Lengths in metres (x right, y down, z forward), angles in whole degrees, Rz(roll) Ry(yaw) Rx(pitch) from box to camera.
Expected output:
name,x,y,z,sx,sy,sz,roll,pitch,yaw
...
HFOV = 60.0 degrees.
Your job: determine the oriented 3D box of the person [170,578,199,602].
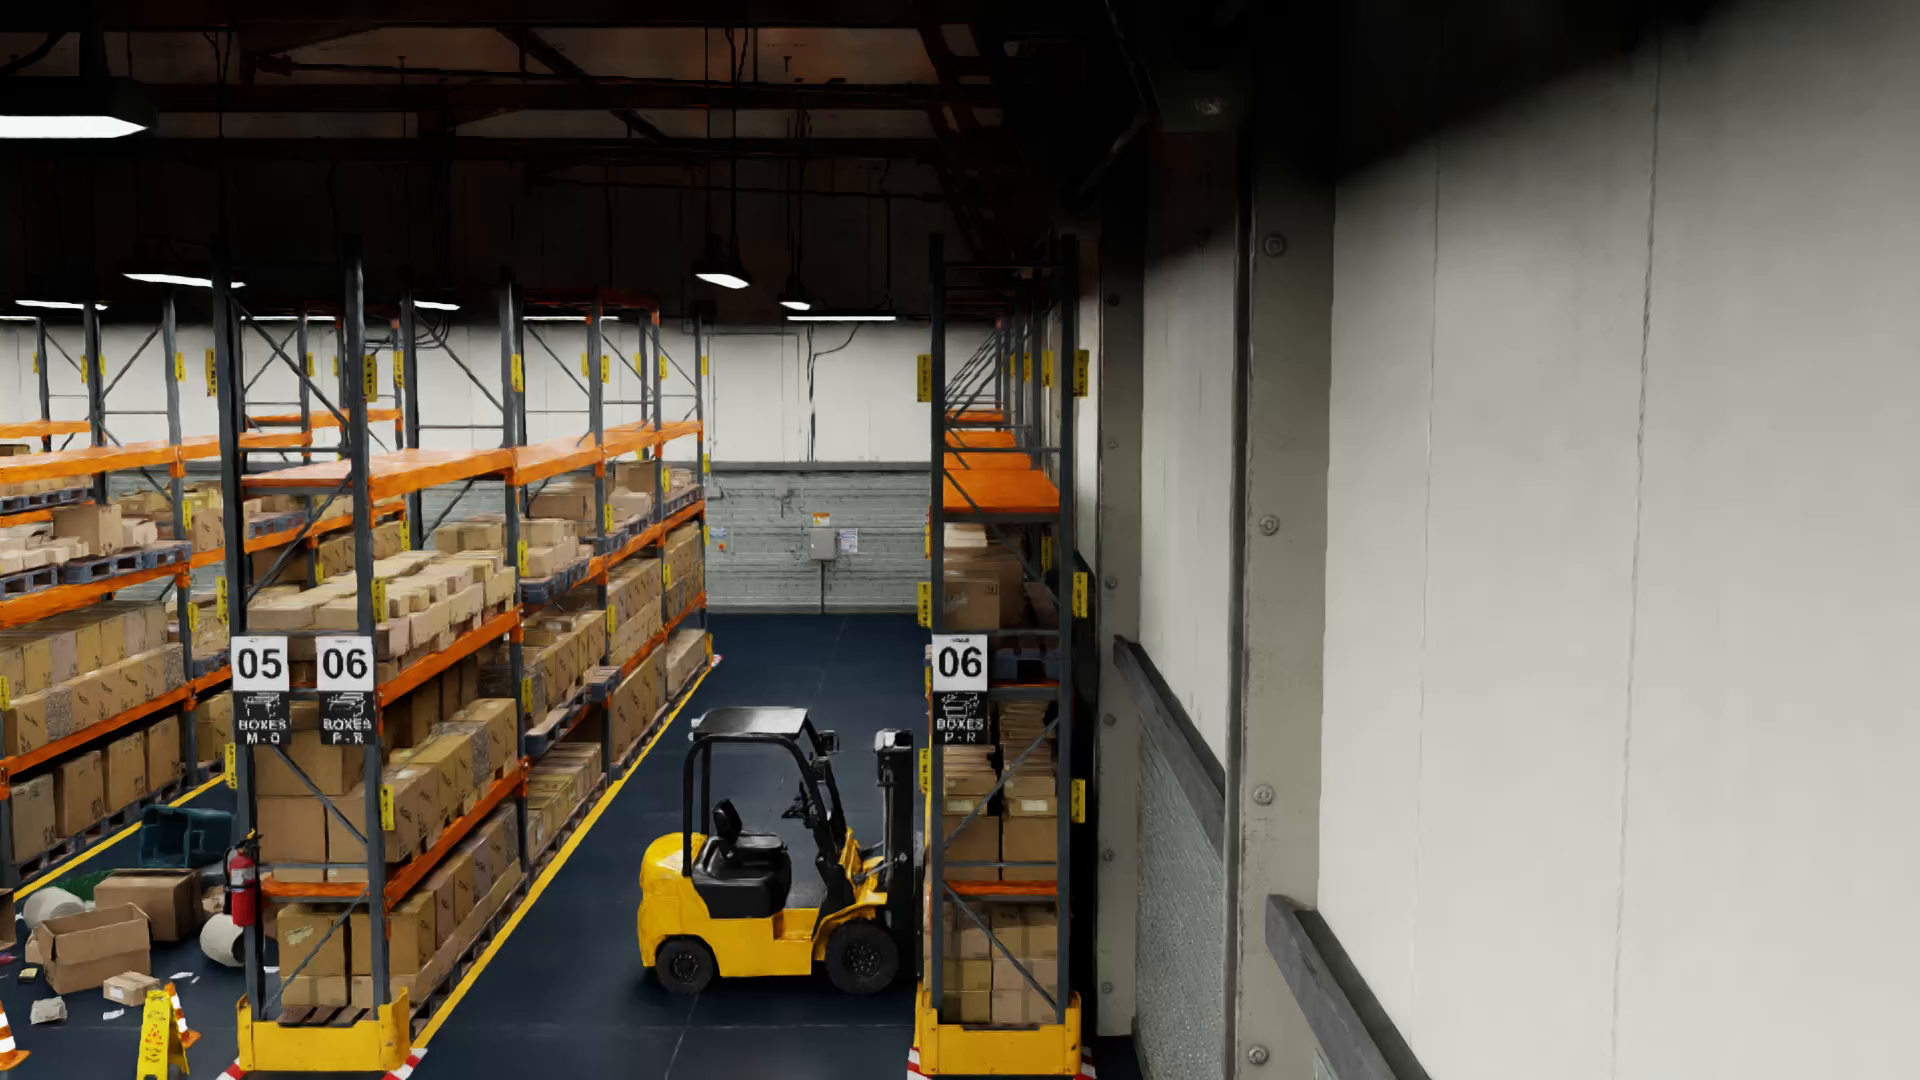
name,x,y,z,sx,sy,sz,roll,pitch,yaw
person,-12.588,1.373,27.098,0.610,1.632,0.512,0,6,-3
